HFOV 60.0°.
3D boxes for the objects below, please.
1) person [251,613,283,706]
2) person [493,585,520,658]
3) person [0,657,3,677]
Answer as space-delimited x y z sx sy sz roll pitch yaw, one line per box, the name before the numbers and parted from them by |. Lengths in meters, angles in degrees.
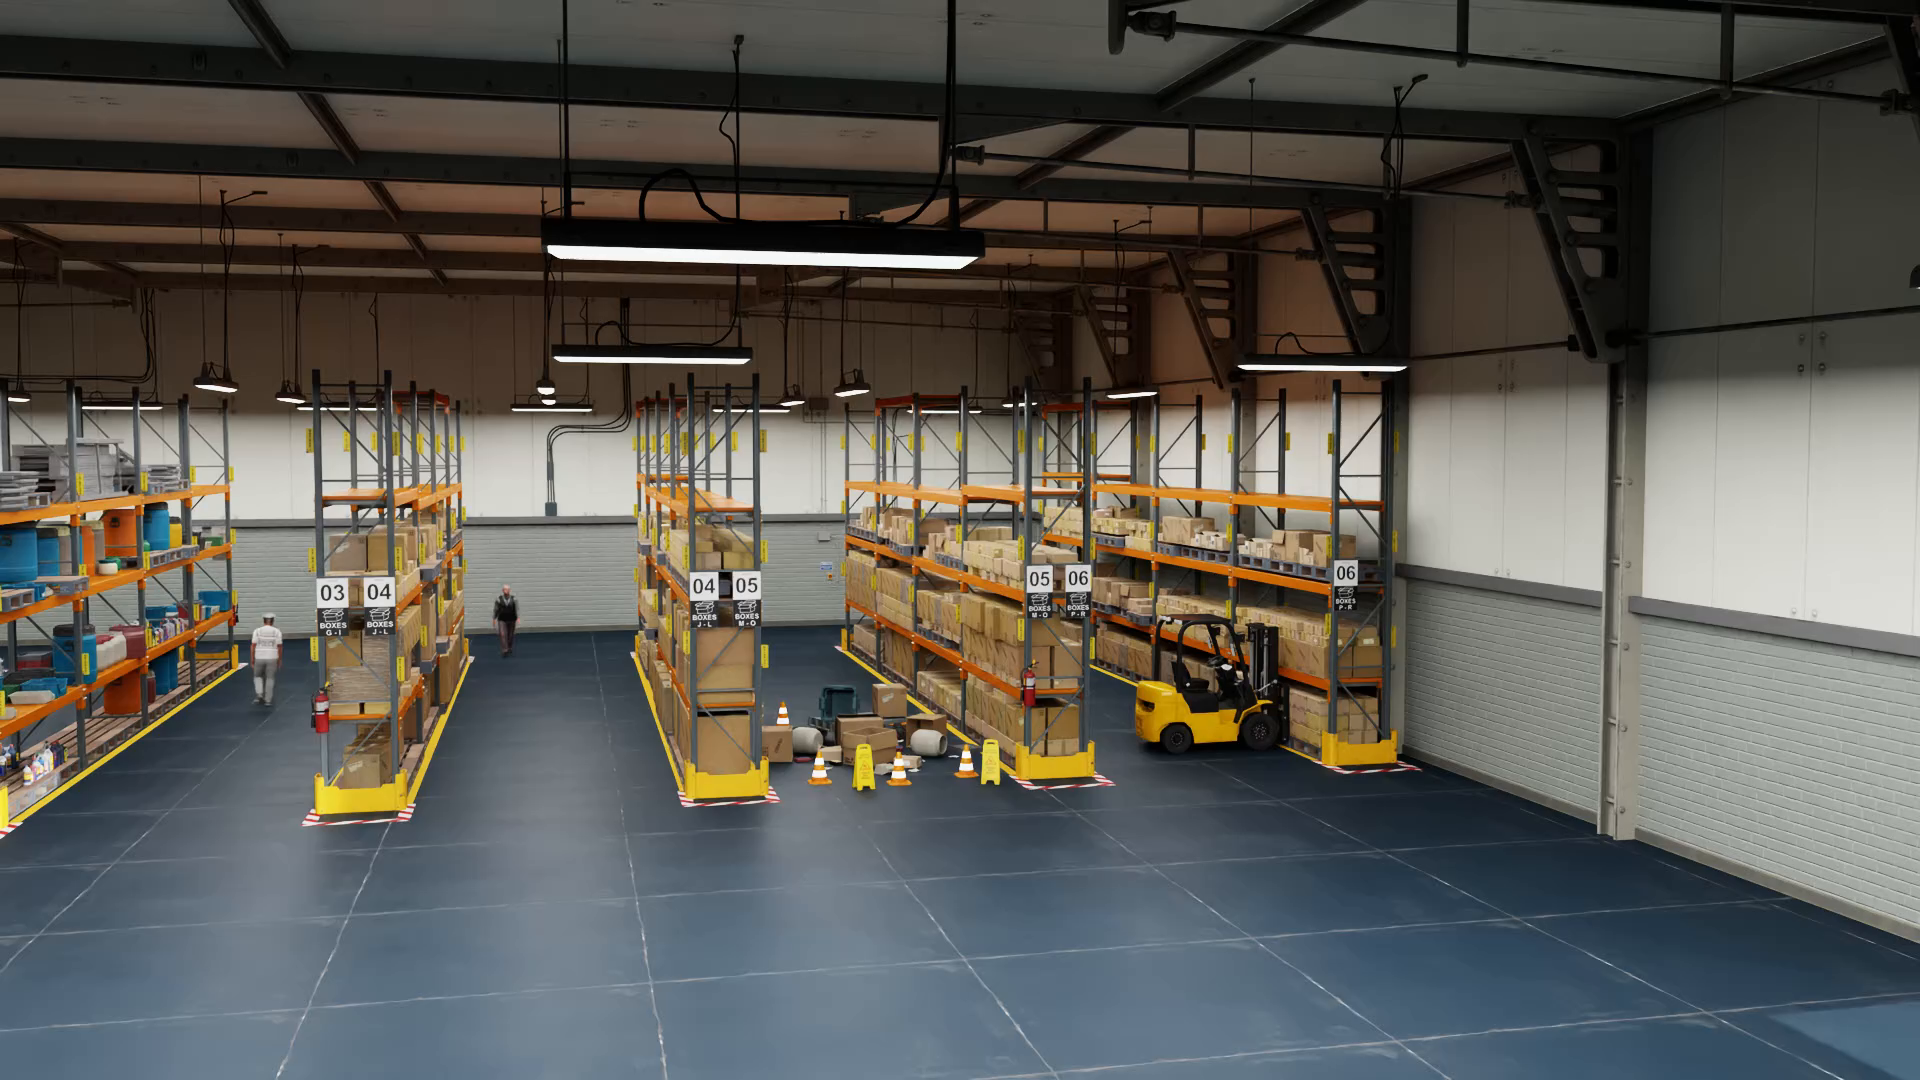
person | -13.221 2.286 31.710 0.574 1.755 0.484 -1 3 -15
person | -10.645 1.896 39.056 0.601 1.663 1.080 -1 4 -23
person | -19.004 2.232 32.417 0.639 1.760 0.567 1 3 16
